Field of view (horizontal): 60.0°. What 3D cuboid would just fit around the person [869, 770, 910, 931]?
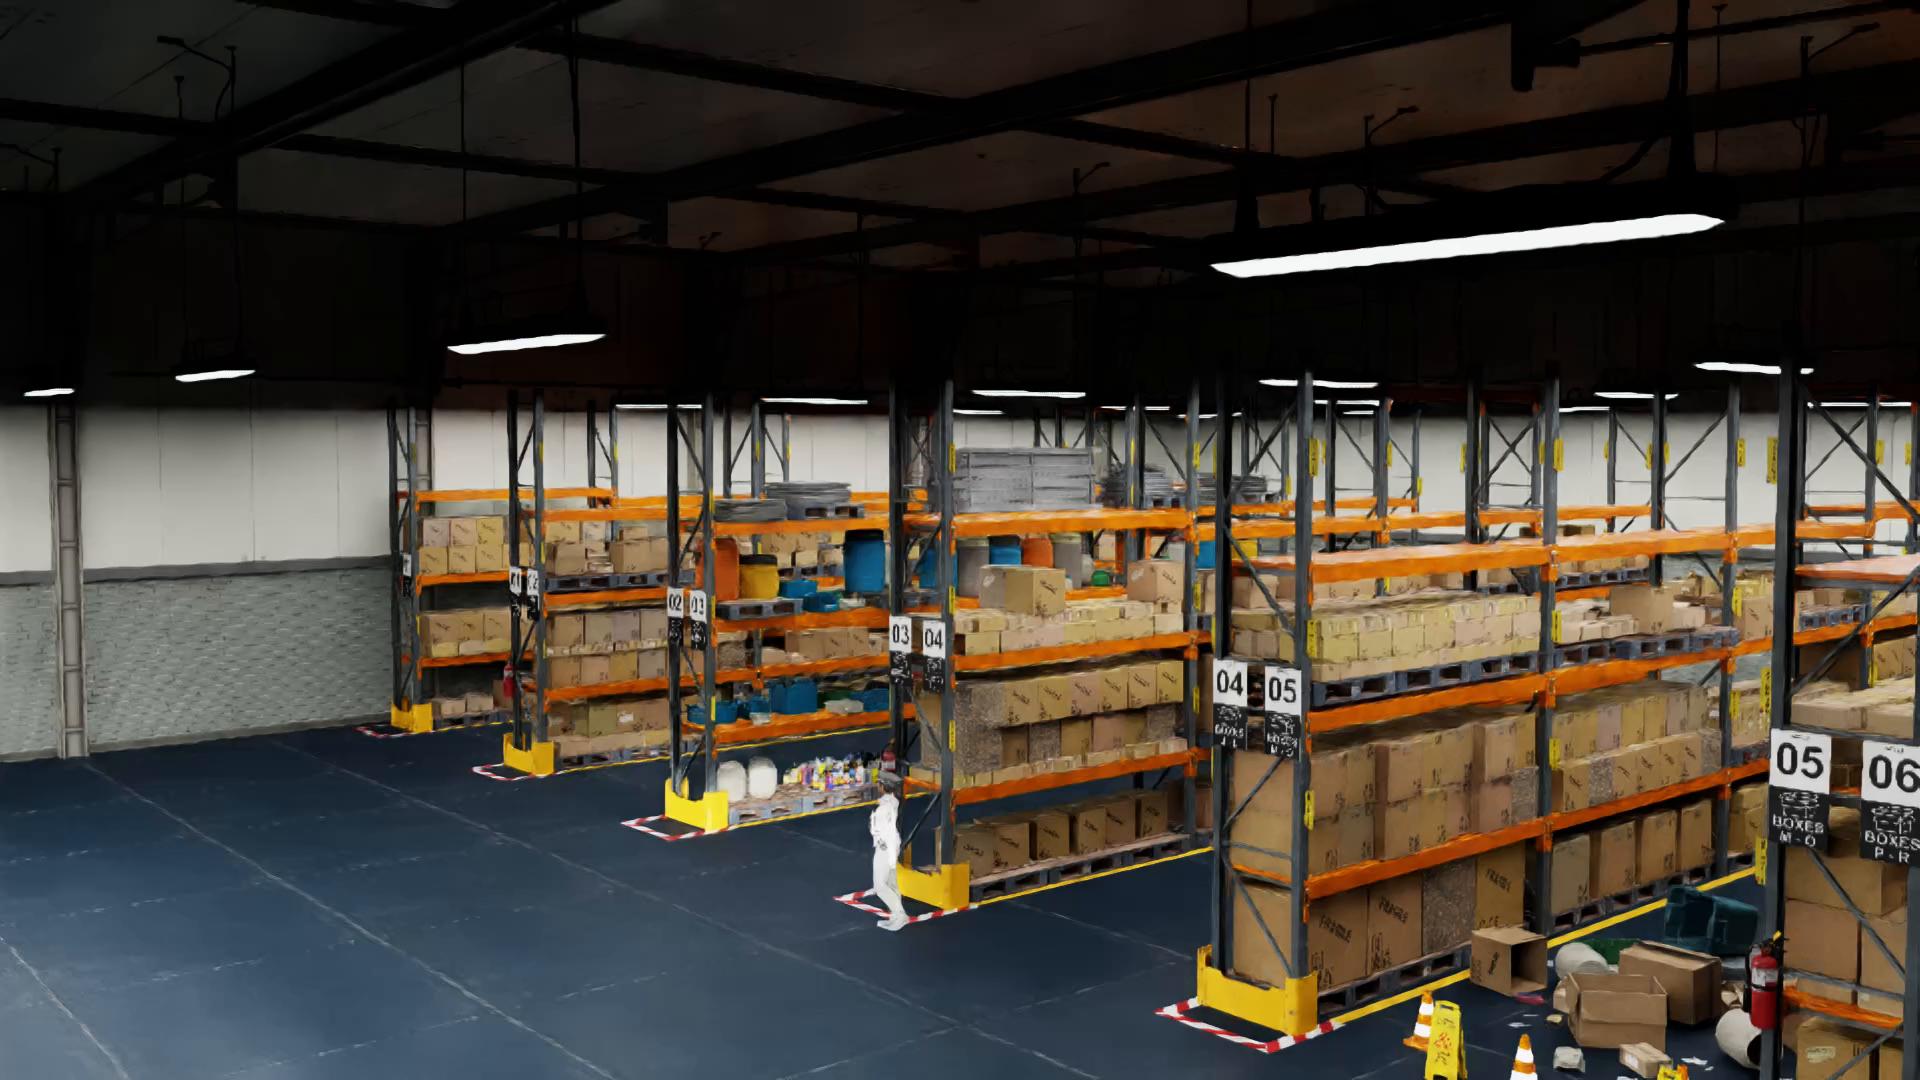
[{"bbox_3d":[-0.750,3.299,17.661,0.421,1.666,0.599,0,3,6],"label":"person"}]
